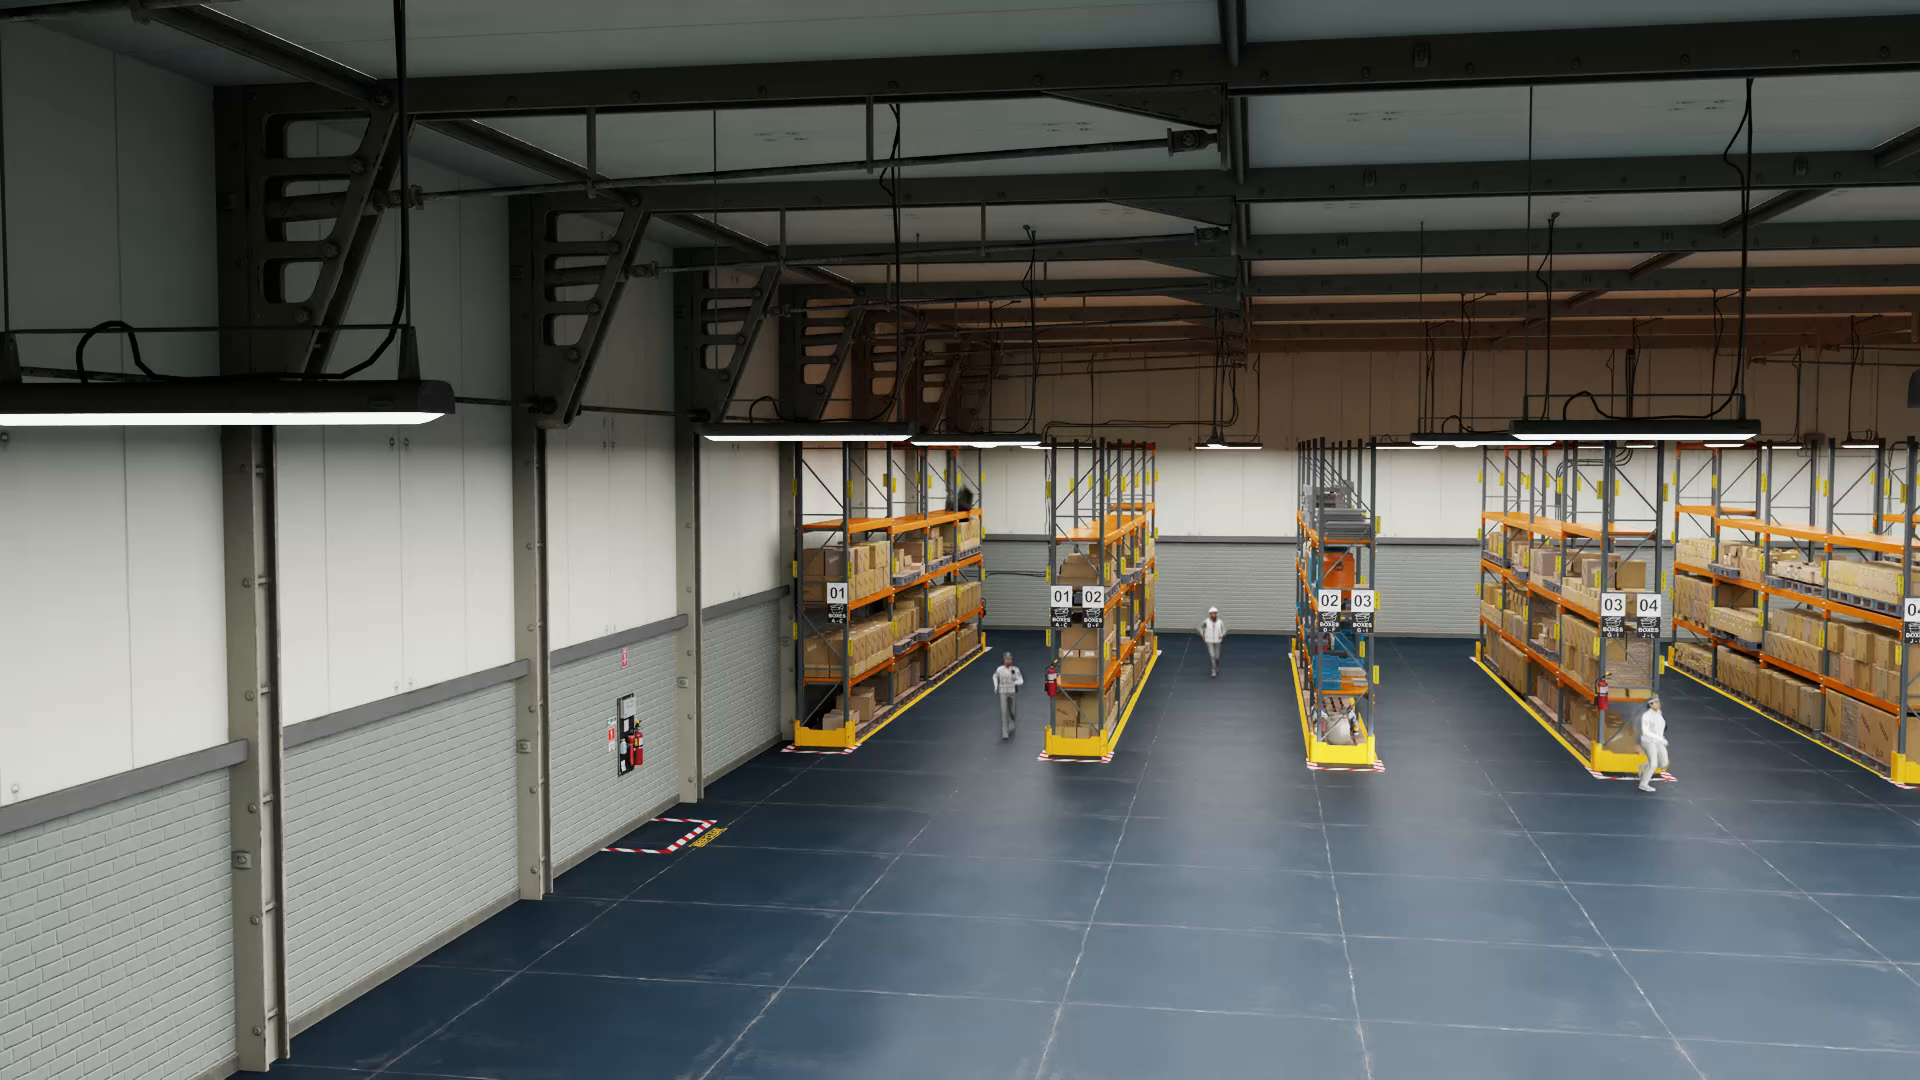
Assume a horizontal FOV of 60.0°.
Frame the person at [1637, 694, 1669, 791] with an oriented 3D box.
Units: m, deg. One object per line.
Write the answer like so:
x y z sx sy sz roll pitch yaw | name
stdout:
11.719 3.413 28.044 0.638 1.654 0.593 -2 4 -35 | person

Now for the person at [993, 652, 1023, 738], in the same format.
0.962 3.090 33.473 0.618 1.673 0.892 0 3 2 | person

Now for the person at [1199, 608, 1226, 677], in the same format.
6.465 2.599 42.517 0.689 1.743 0.866 0 3 0 | person
